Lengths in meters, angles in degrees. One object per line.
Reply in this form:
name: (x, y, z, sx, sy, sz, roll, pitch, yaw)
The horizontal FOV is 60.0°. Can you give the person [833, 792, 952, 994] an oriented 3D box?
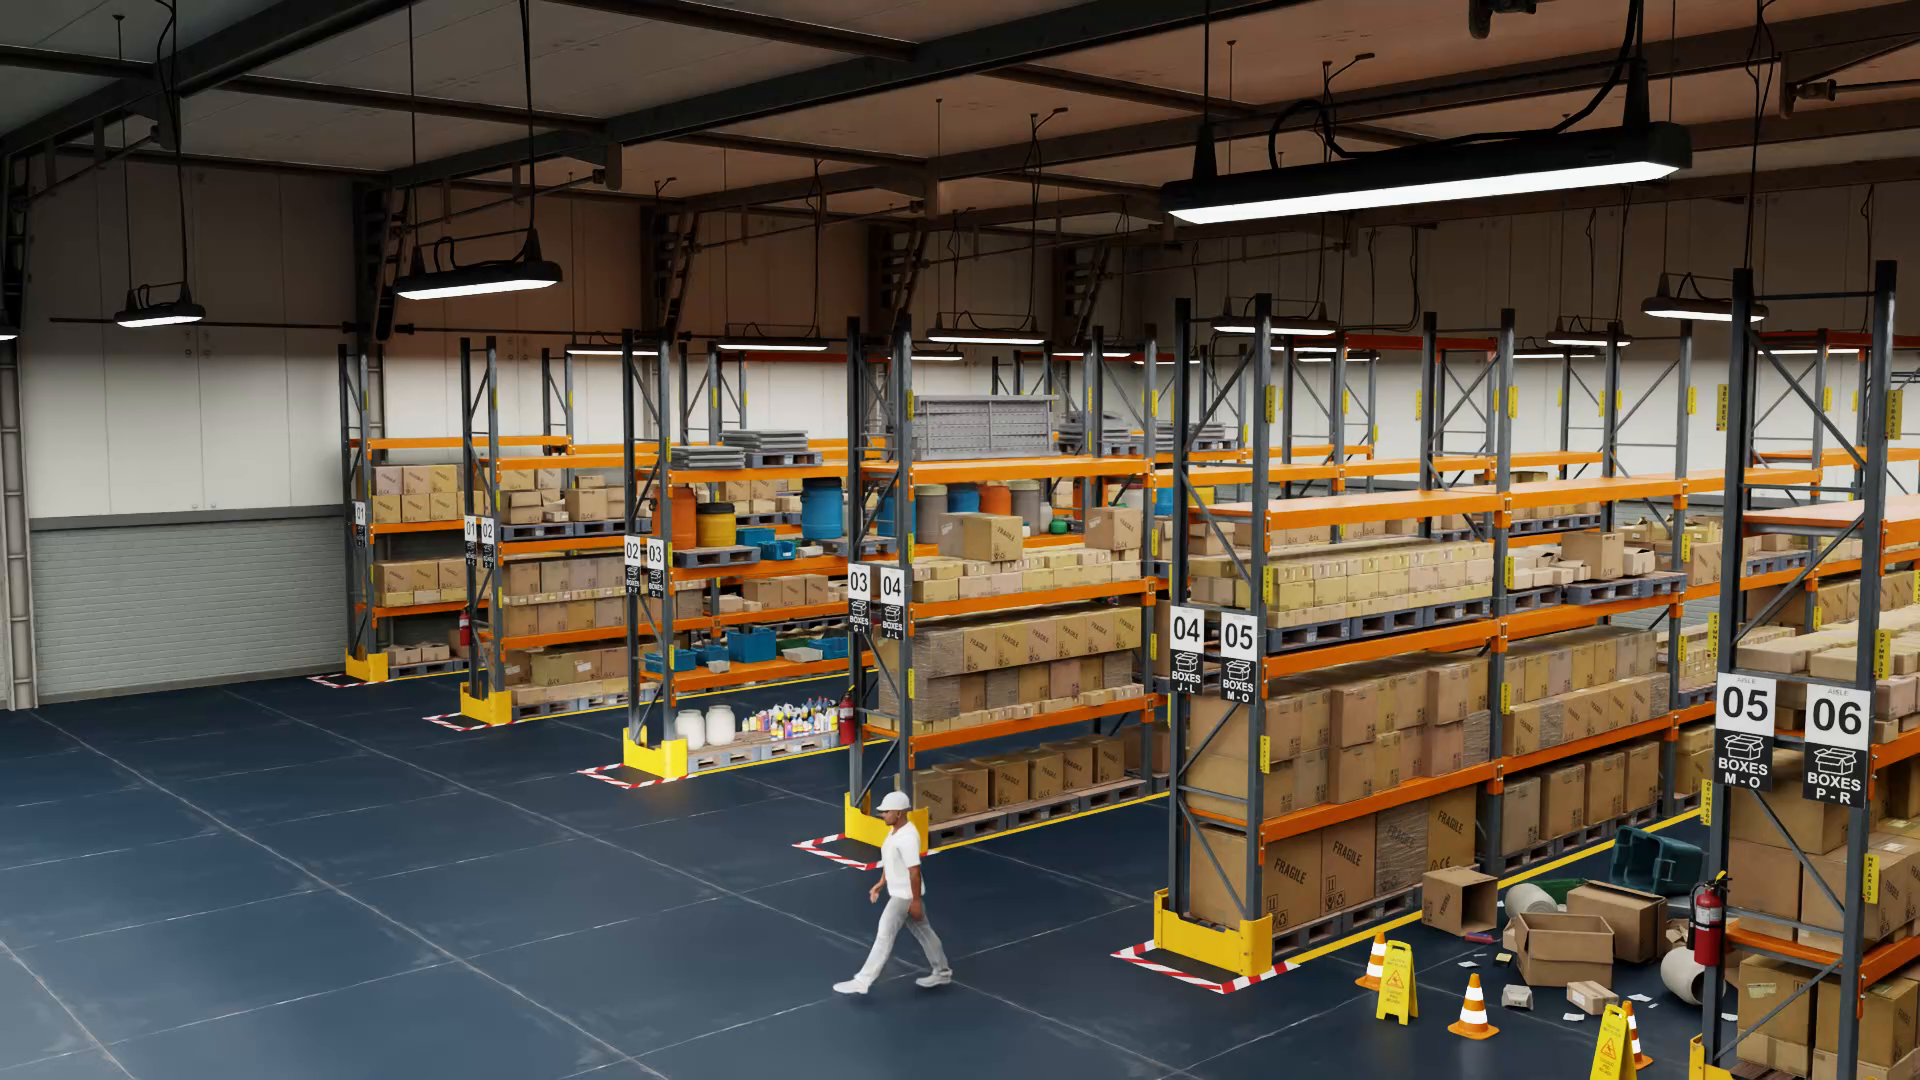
person: (-0.573, 3.006, 14.249, 1.029, 1.711, 0.595, 0, 5, -3)
